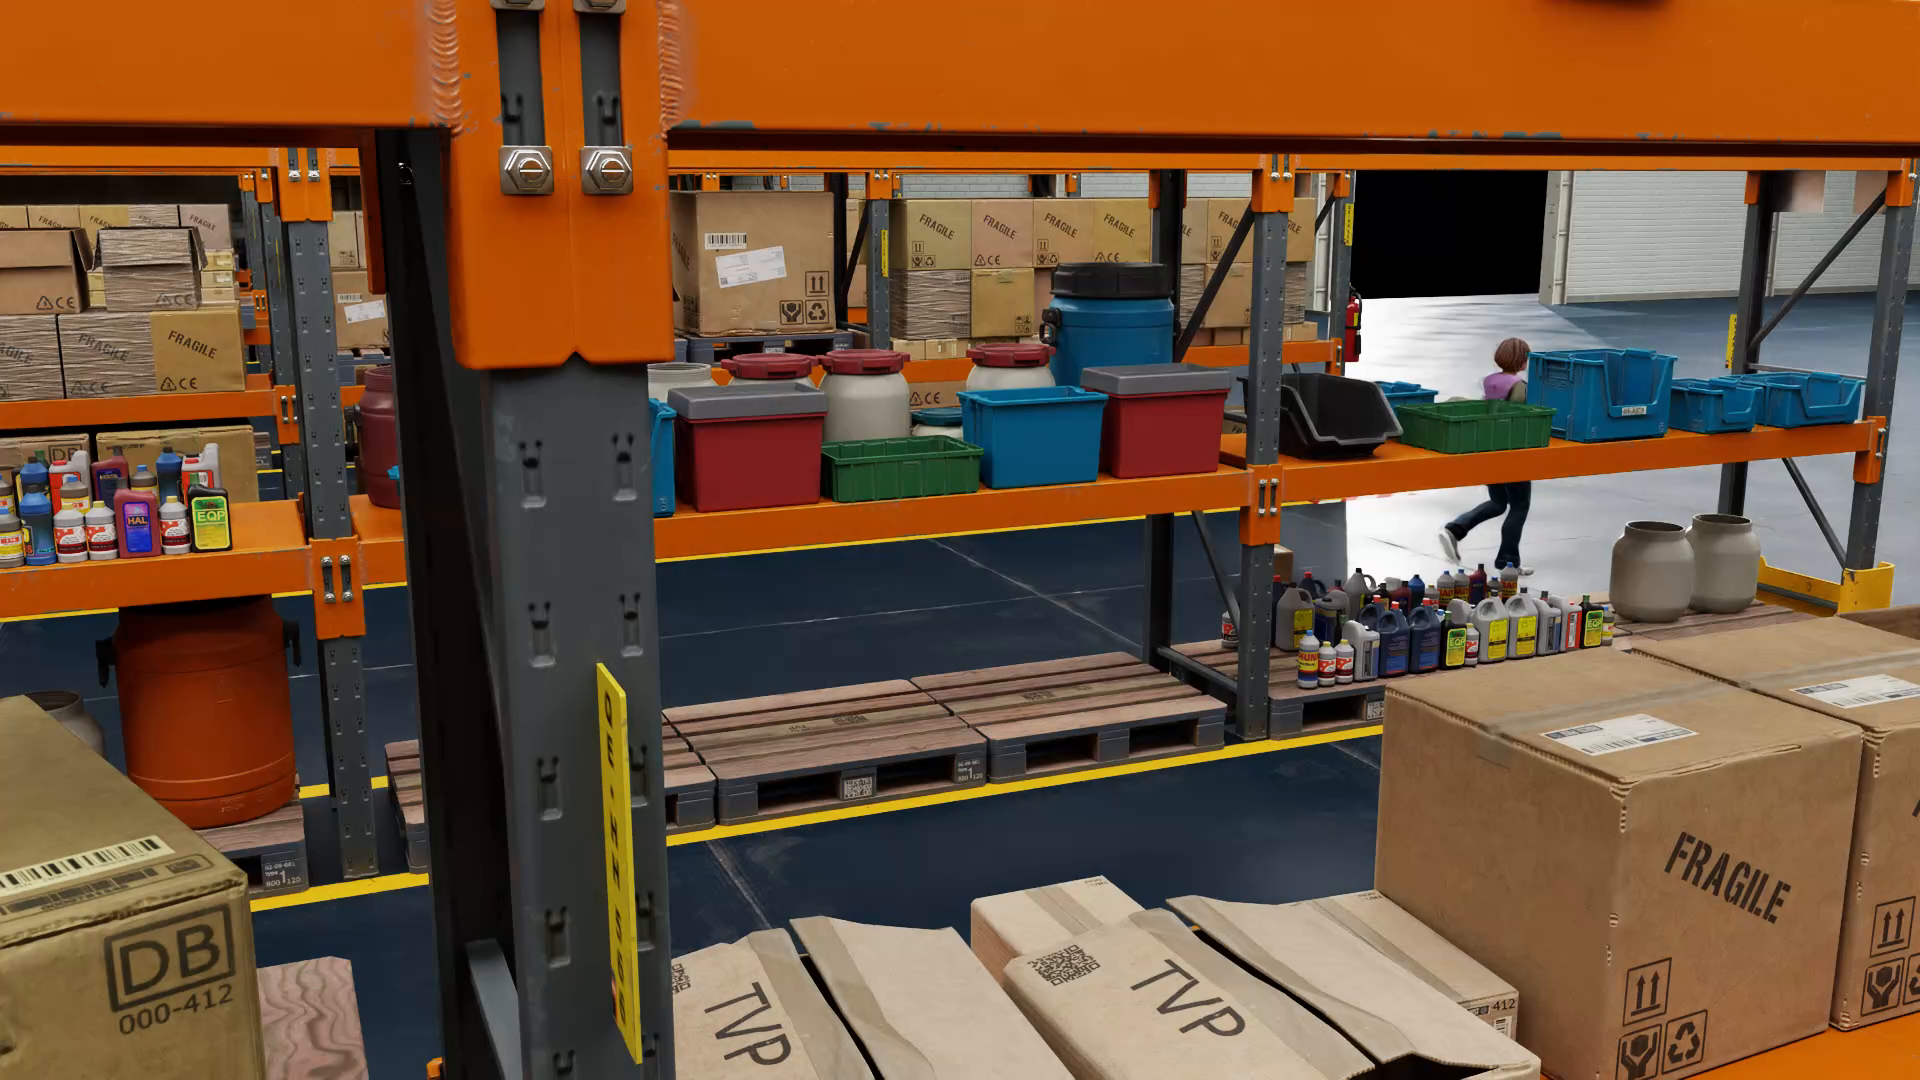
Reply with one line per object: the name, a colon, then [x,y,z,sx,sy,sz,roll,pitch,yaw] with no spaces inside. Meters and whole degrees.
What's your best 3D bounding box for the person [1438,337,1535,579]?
person: [3.474,-0.523,10.802,0.638,1.586,0.414,-4,13,-16]
